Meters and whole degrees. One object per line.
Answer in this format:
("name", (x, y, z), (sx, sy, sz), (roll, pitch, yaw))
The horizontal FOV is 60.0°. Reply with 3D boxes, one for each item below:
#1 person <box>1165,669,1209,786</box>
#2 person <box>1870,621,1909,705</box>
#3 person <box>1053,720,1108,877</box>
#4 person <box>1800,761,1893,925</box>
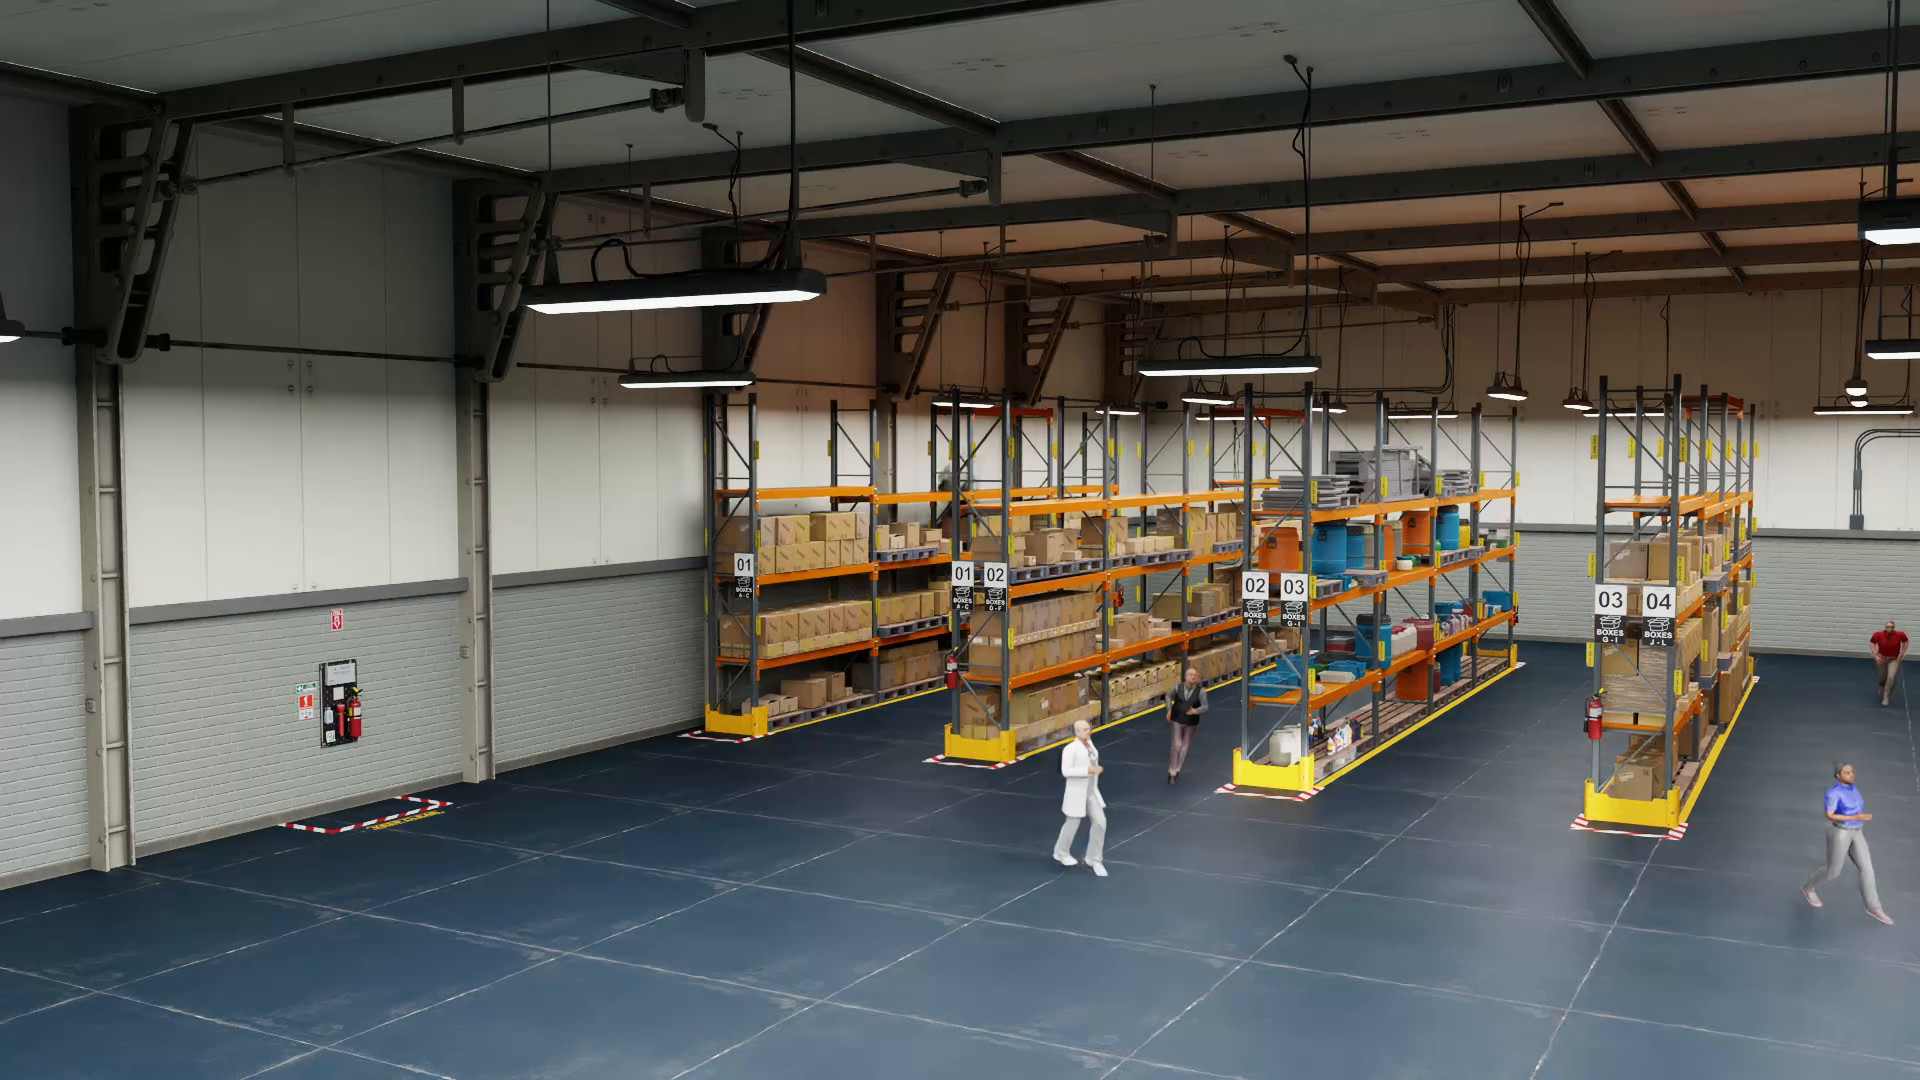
("person", (3.414, 2.808, 25.080), (0.641, 1.758, 0.713), (0, 3, -1))
("person", (18.412, 2.420, 32.989), (0.675, 1.699, 0.949), (1, 3, 22))
("person", (1.432, 3.044, 19.702), (0.679, 1.834, 0.819), (-3, 4, -41))
("person", (9.521, 3.196, 17.820), (0.586, 1.636, 0.995), (-1, 3, -21))
